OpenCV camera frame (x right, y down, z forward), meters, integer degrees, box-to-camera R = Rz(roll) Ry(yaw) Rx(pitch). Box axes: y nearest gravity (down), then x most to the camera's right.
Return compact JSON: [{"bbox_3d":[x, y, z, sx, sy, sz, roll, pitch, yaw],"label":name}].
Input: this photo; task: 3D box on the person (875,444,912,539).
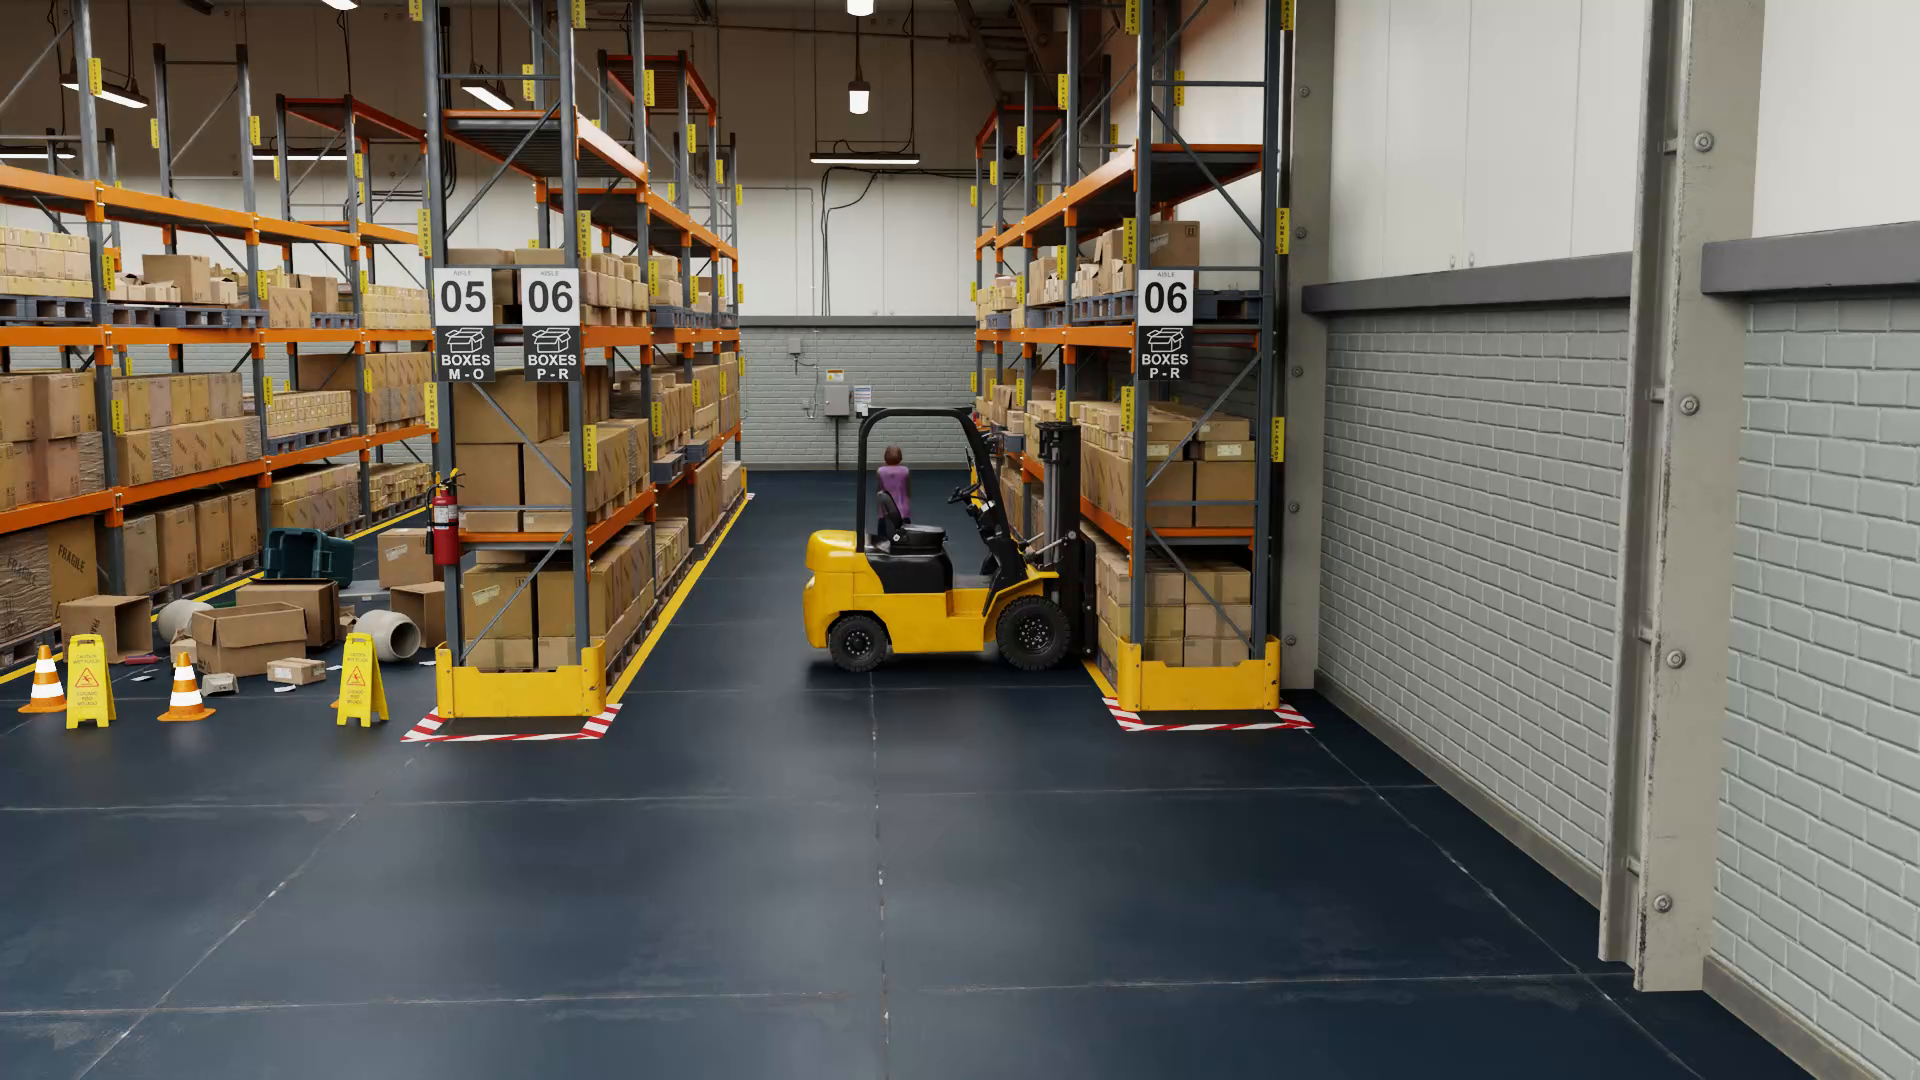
[{"bbox_3d":[-0.703,-0.230,17.667,0.396,1.598,0.492,0,7,-4],"label":"person"}]
